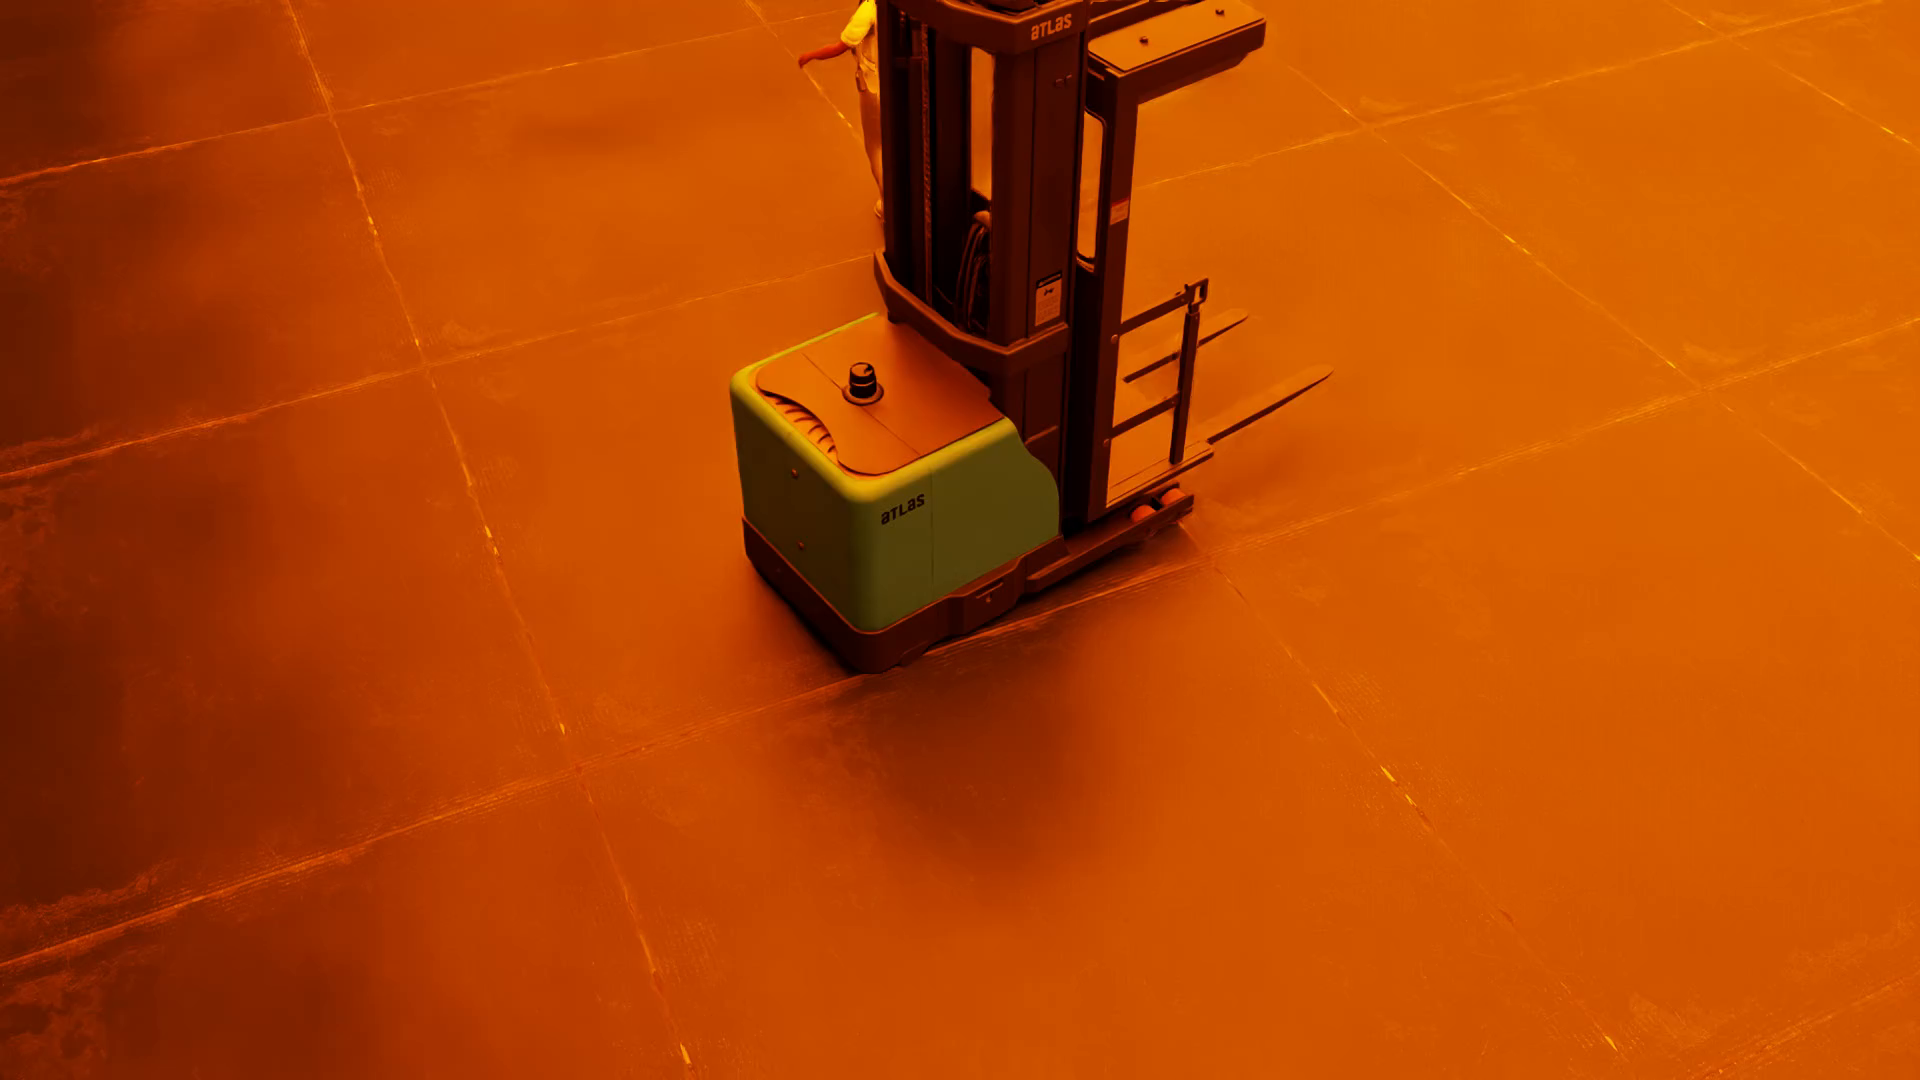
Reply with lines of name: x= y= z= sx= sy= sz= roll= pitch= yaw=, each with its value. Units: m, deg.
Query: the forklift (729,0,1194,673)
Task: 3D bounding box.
forklift: x=0.488 y=-1.331 z=7.106 sx=3.031 sy=2.935 sz=1.130 roll=-27 pitch=50 yaw=-26

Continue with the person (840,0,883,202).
person: x=-0.402 y=-2.608 z=9.375 sx=0.617 sy=1.565 sz=0.442 roll=-22 pitch=47 yaw=-22
